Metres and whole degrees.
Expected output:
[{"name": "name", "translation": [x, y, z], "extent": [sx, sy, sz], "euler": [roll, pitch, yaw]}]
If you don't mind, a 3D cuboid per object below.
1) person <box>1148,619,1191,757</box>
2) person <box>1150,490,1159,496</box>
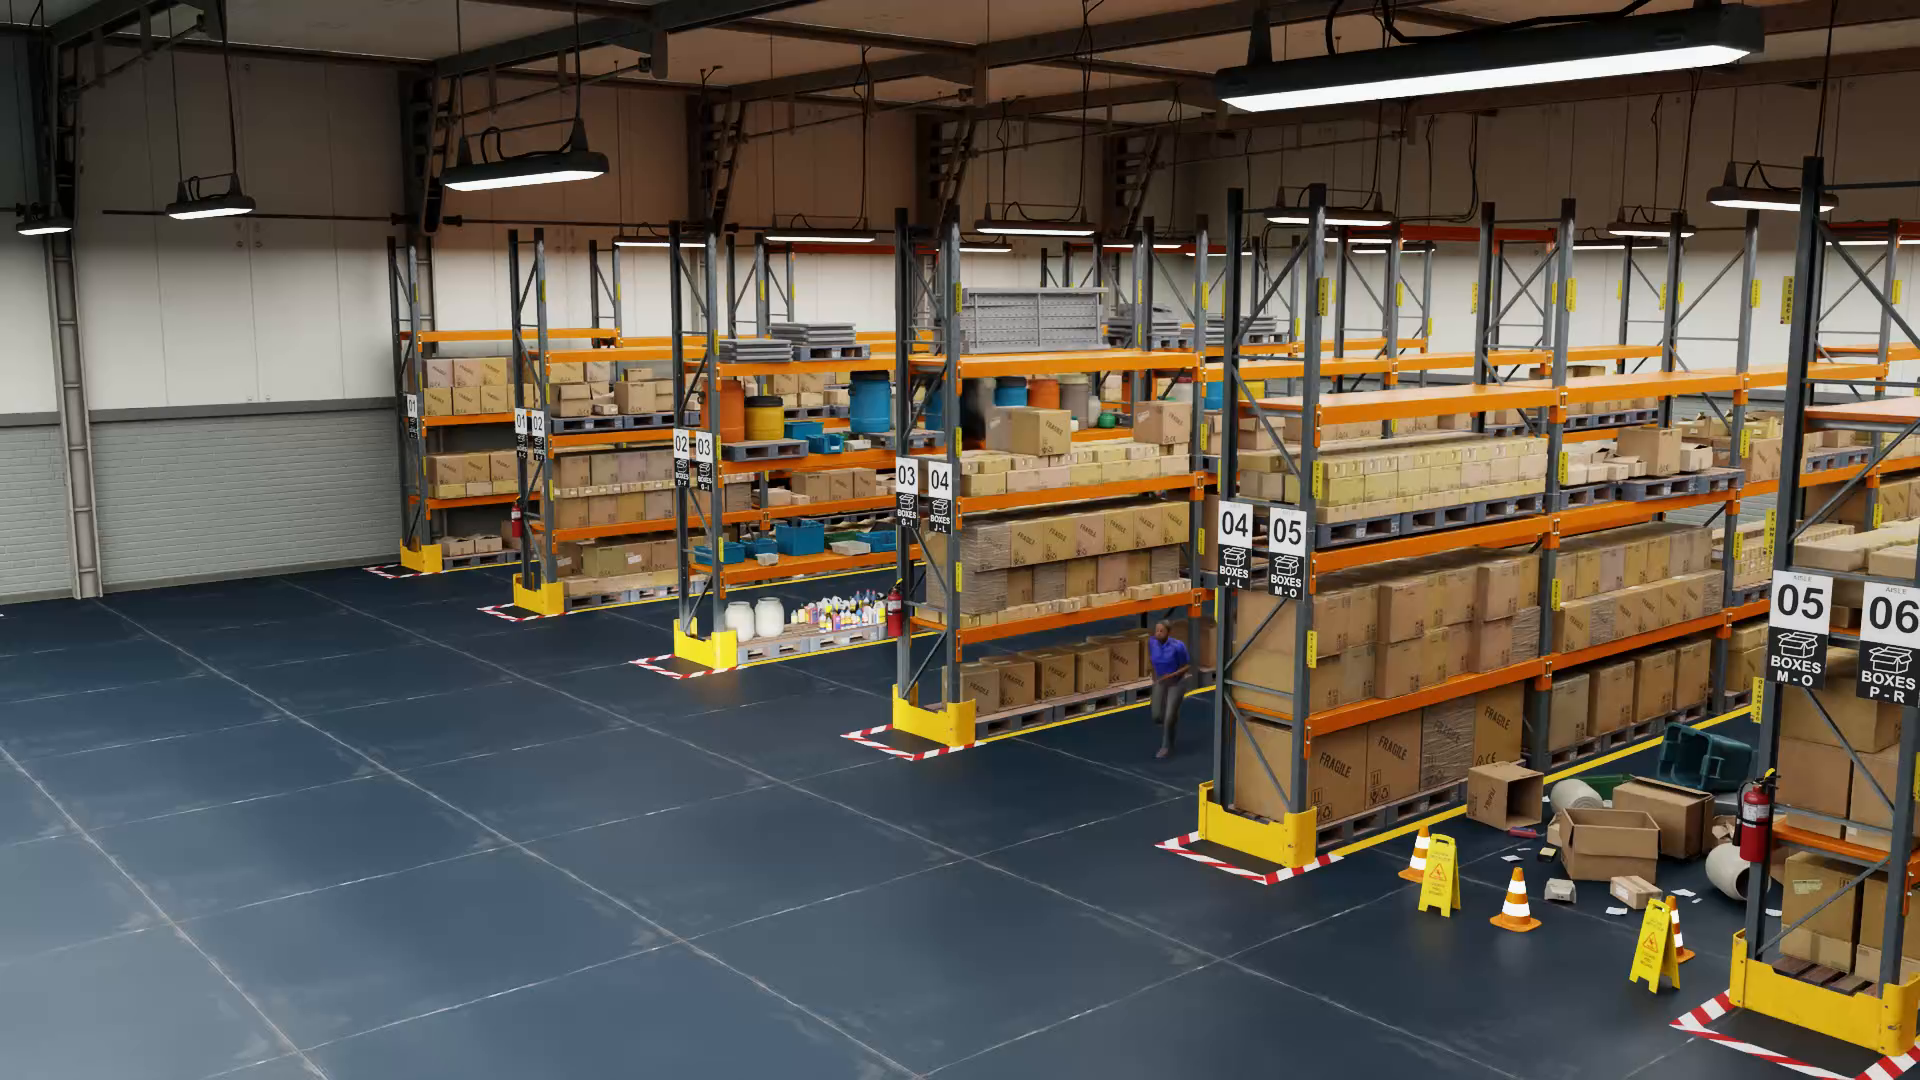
[{"name": "person", "translation": [2.282, 1.623, 18.265], "extent": [0.563, 1.572, 0.696], "euler": [5, 10, 28]}, {"name": "person", "translation": [3.457, -0.458, 31.375], "extent": [0.627, 1.703, 0.936], "euler": [8, 12, 41]}]
